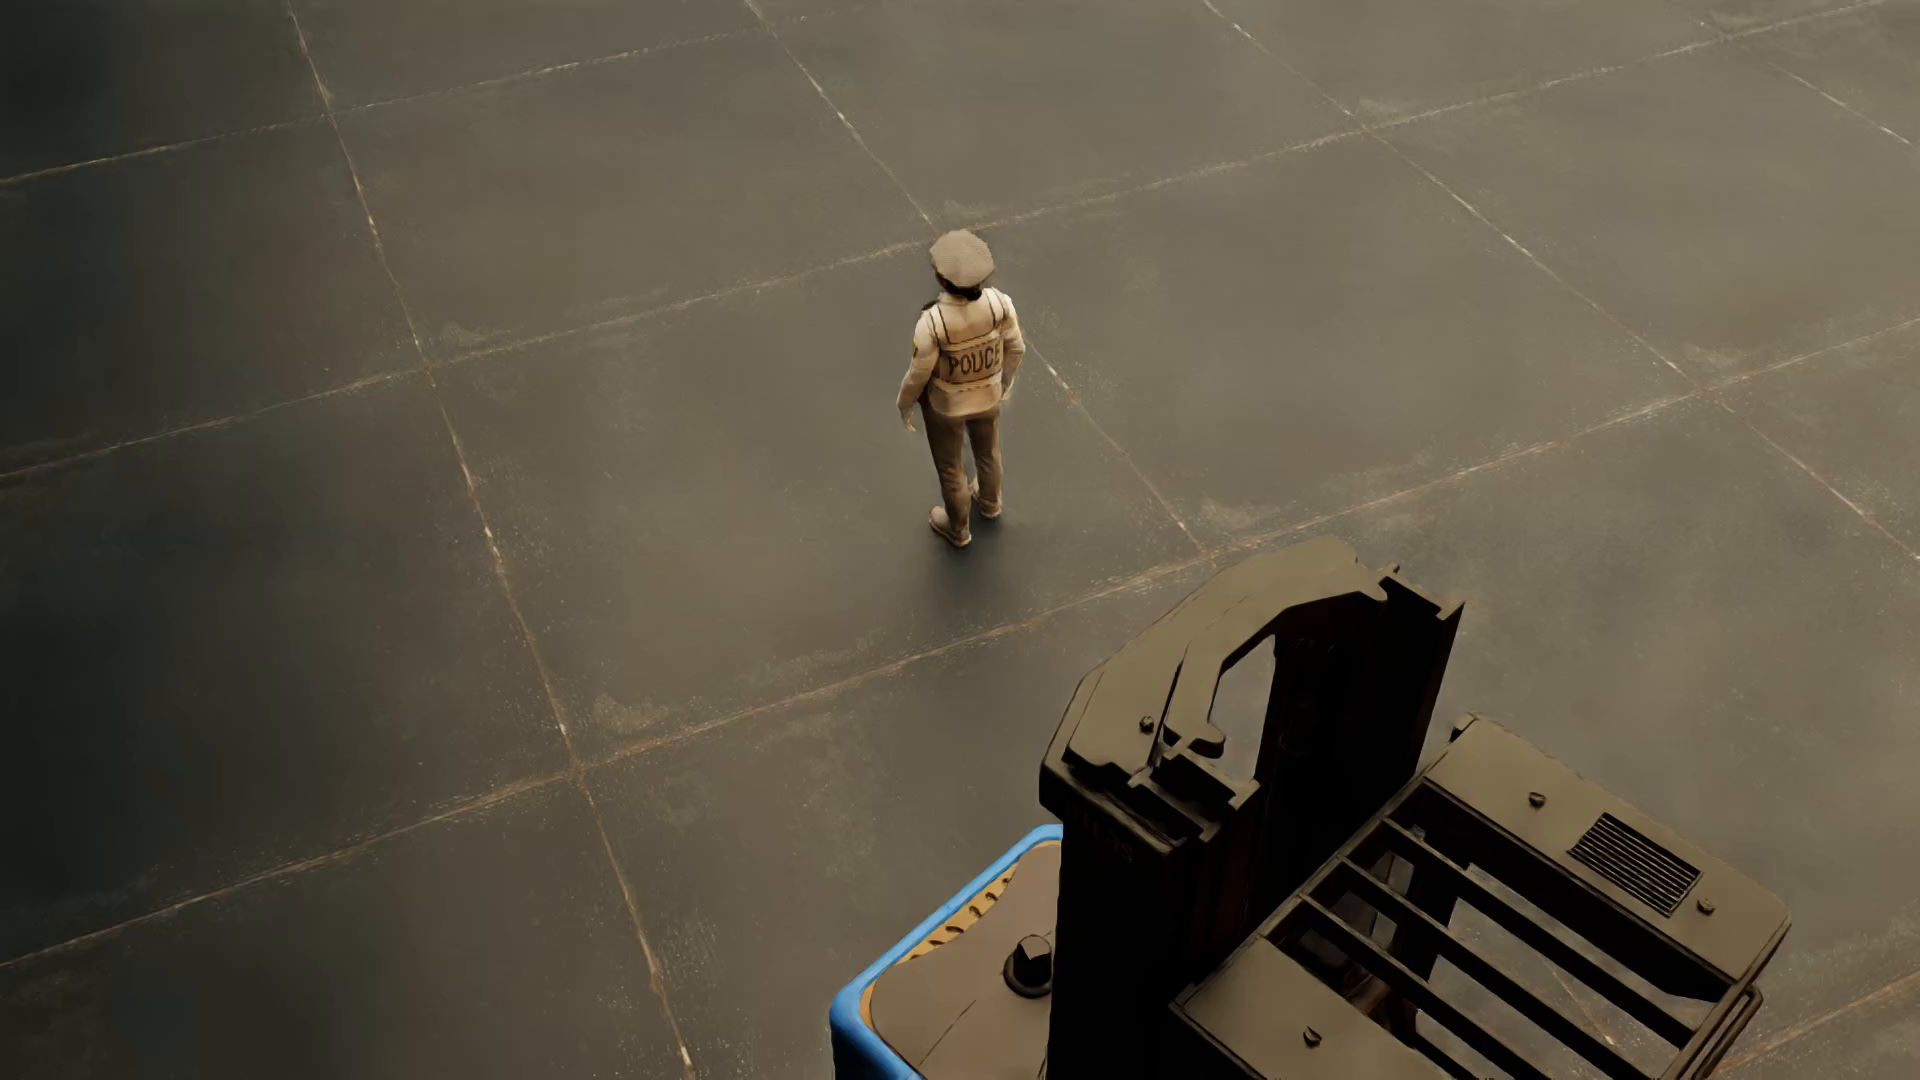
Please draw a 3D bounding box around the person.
[{"bbox_3d":[-0.022,-0.669,7.292,0.586,1.695,0.533,-18,46,-18],"label":"person"}]

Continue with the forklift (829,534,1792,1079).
[{"bbox_3d":[0.999,1.539,4.031,1.130,2.935,3.031,-34,53,-31],"label":"forklift"}]
